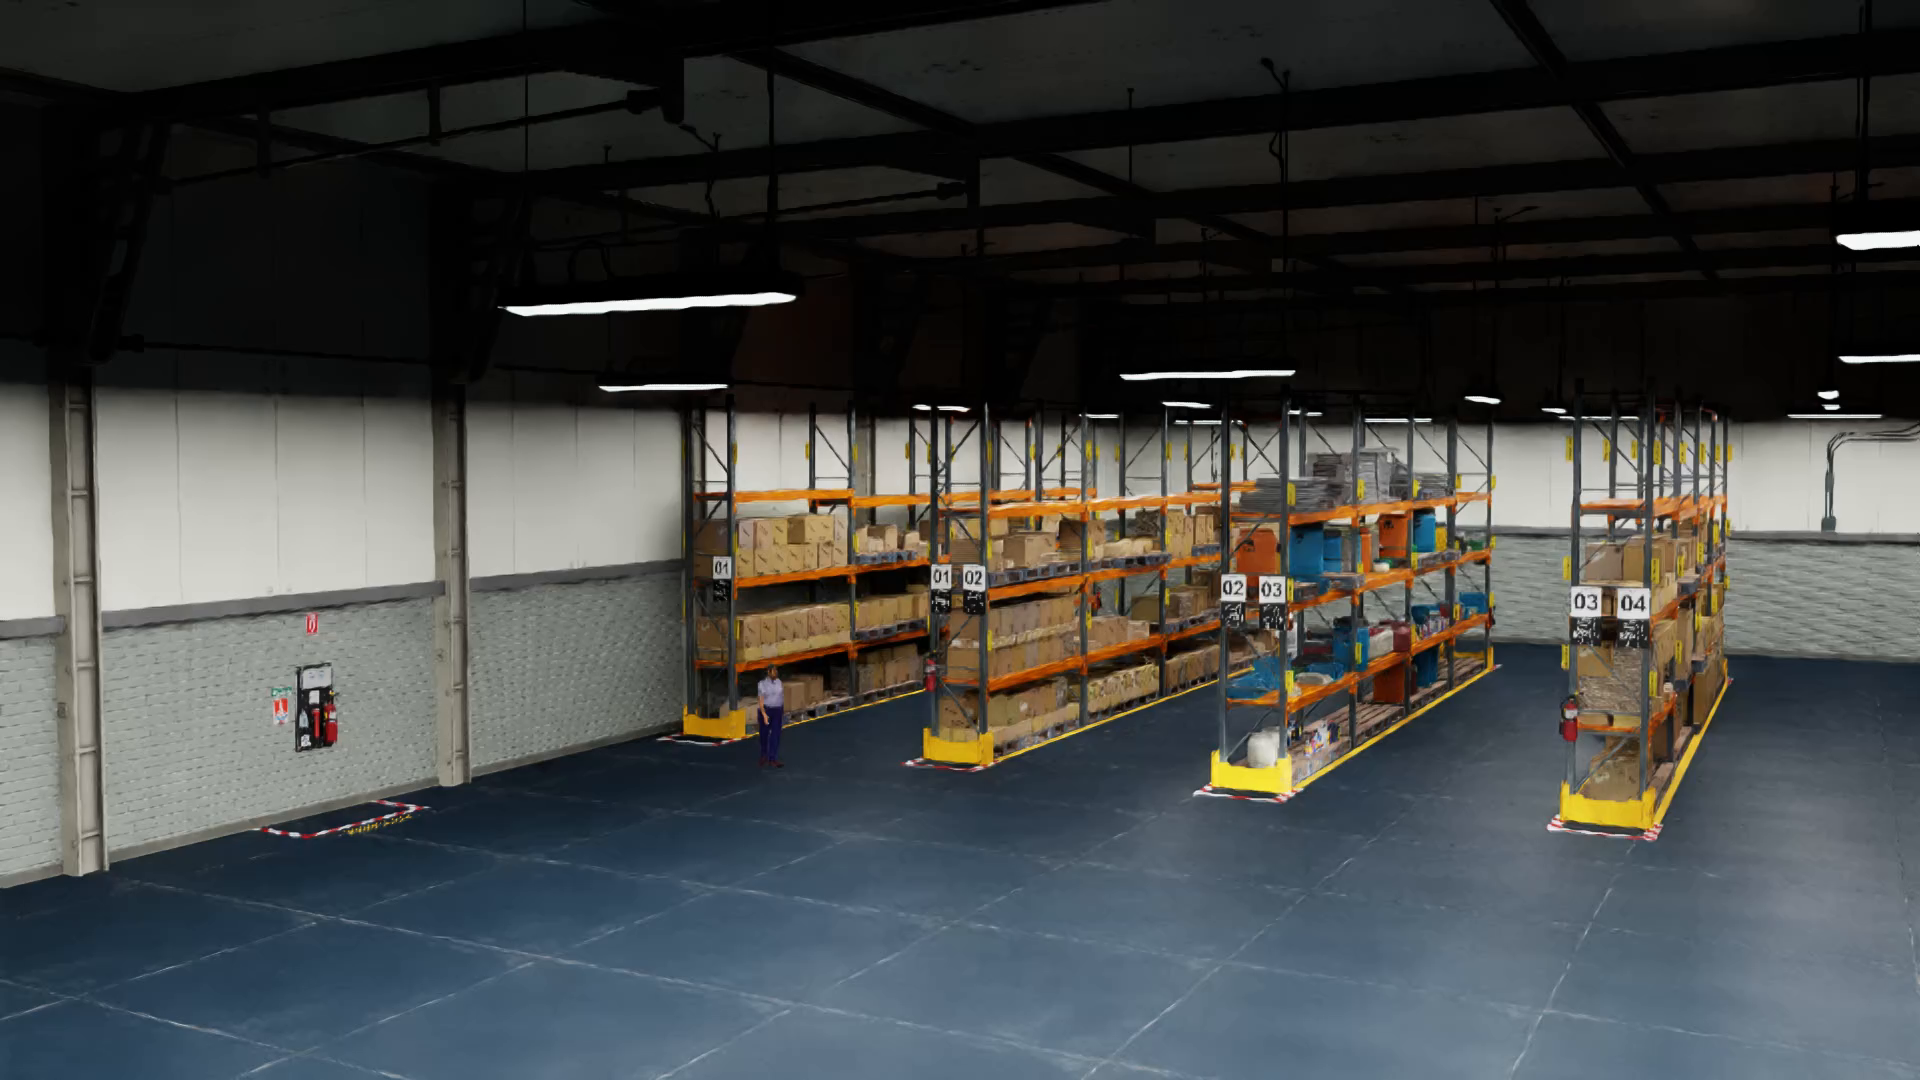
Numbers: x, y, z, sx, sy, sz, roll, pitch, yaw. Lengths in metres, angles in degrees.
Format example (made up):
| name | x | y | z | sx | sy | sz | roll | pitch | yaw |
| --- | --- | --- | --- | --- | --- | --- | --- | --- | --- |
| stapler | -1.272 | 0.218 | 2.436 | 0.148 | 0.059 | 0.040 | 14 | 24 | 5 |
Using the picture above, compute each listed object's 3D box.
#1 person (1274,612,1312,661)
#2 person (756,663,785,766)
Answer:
| name | x | y | z | sx | sy | sz | roll | pitch | yaw |
| --- | --- | --- | --- | --- | --- | --- | --- | --- | --- |
| person | 6.964 | 2.325 | 34.918 | 0.697 | 1.676 | 0.895 | 2 | 4 | 34 |
| person | -3.056 | 2.781 | 26.643 | 0.479 | 1.647 | 0.477 | -2 | 4 | -36 |
